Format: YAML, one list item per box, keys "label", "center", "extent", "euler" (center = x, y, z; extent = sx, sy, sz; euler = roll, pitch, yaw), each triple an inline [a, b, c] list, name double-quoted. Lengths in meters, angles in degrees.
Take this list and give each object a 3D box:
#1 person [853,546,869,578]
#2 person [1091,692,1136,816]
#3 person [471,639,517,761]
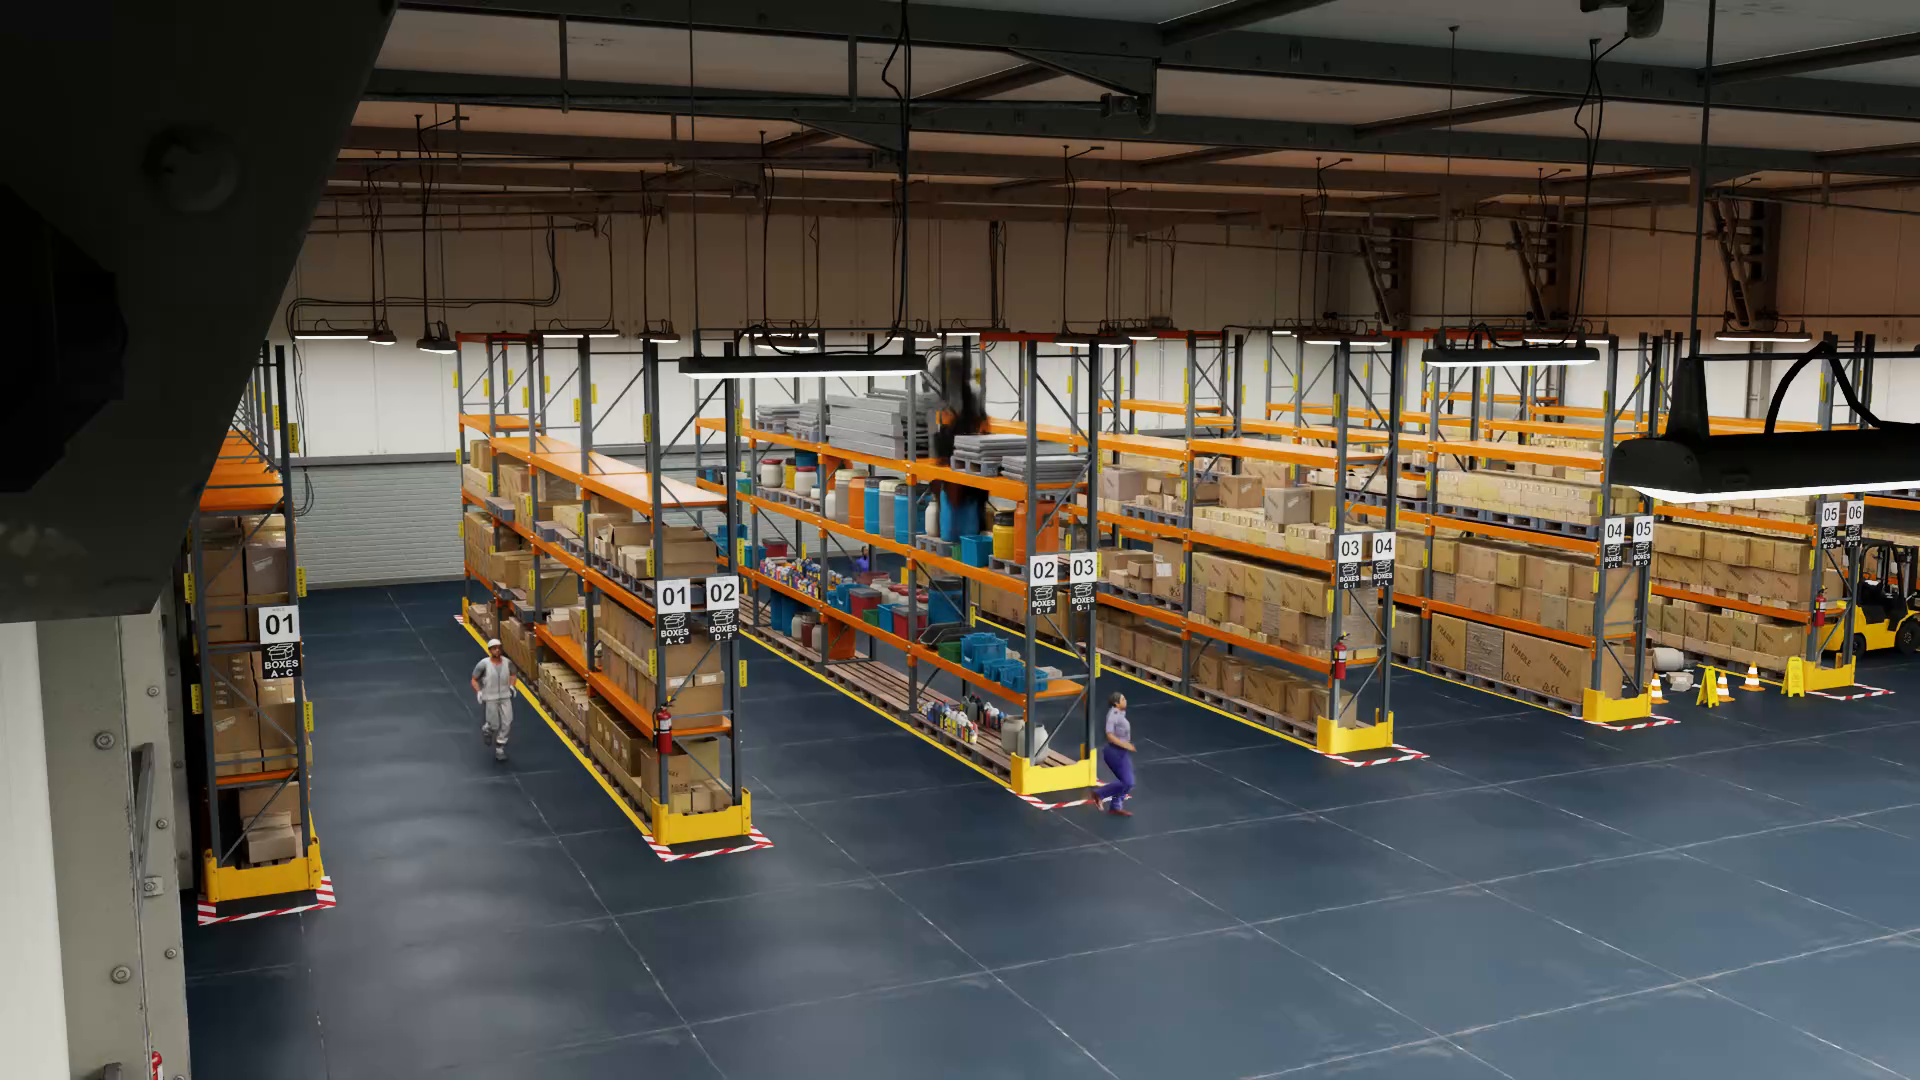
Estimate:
- label: "person"
  center: [-1.933, 0.919, 34.352]
  extent: [0.575, 1.615, 0.560]
  euler: [-5, 9, -30]
- label: "person"
  center: [1.945, 2.714, 21.087]
  extent: [0.561, 1.590, 0.595]
  euler: [0, 8, 4]
- label: "person"
  center: [-6.654, 2.270, 23.856]
  extent: [0.658, 1.743, 0.632]
  euler: [-5, 9, -33]
